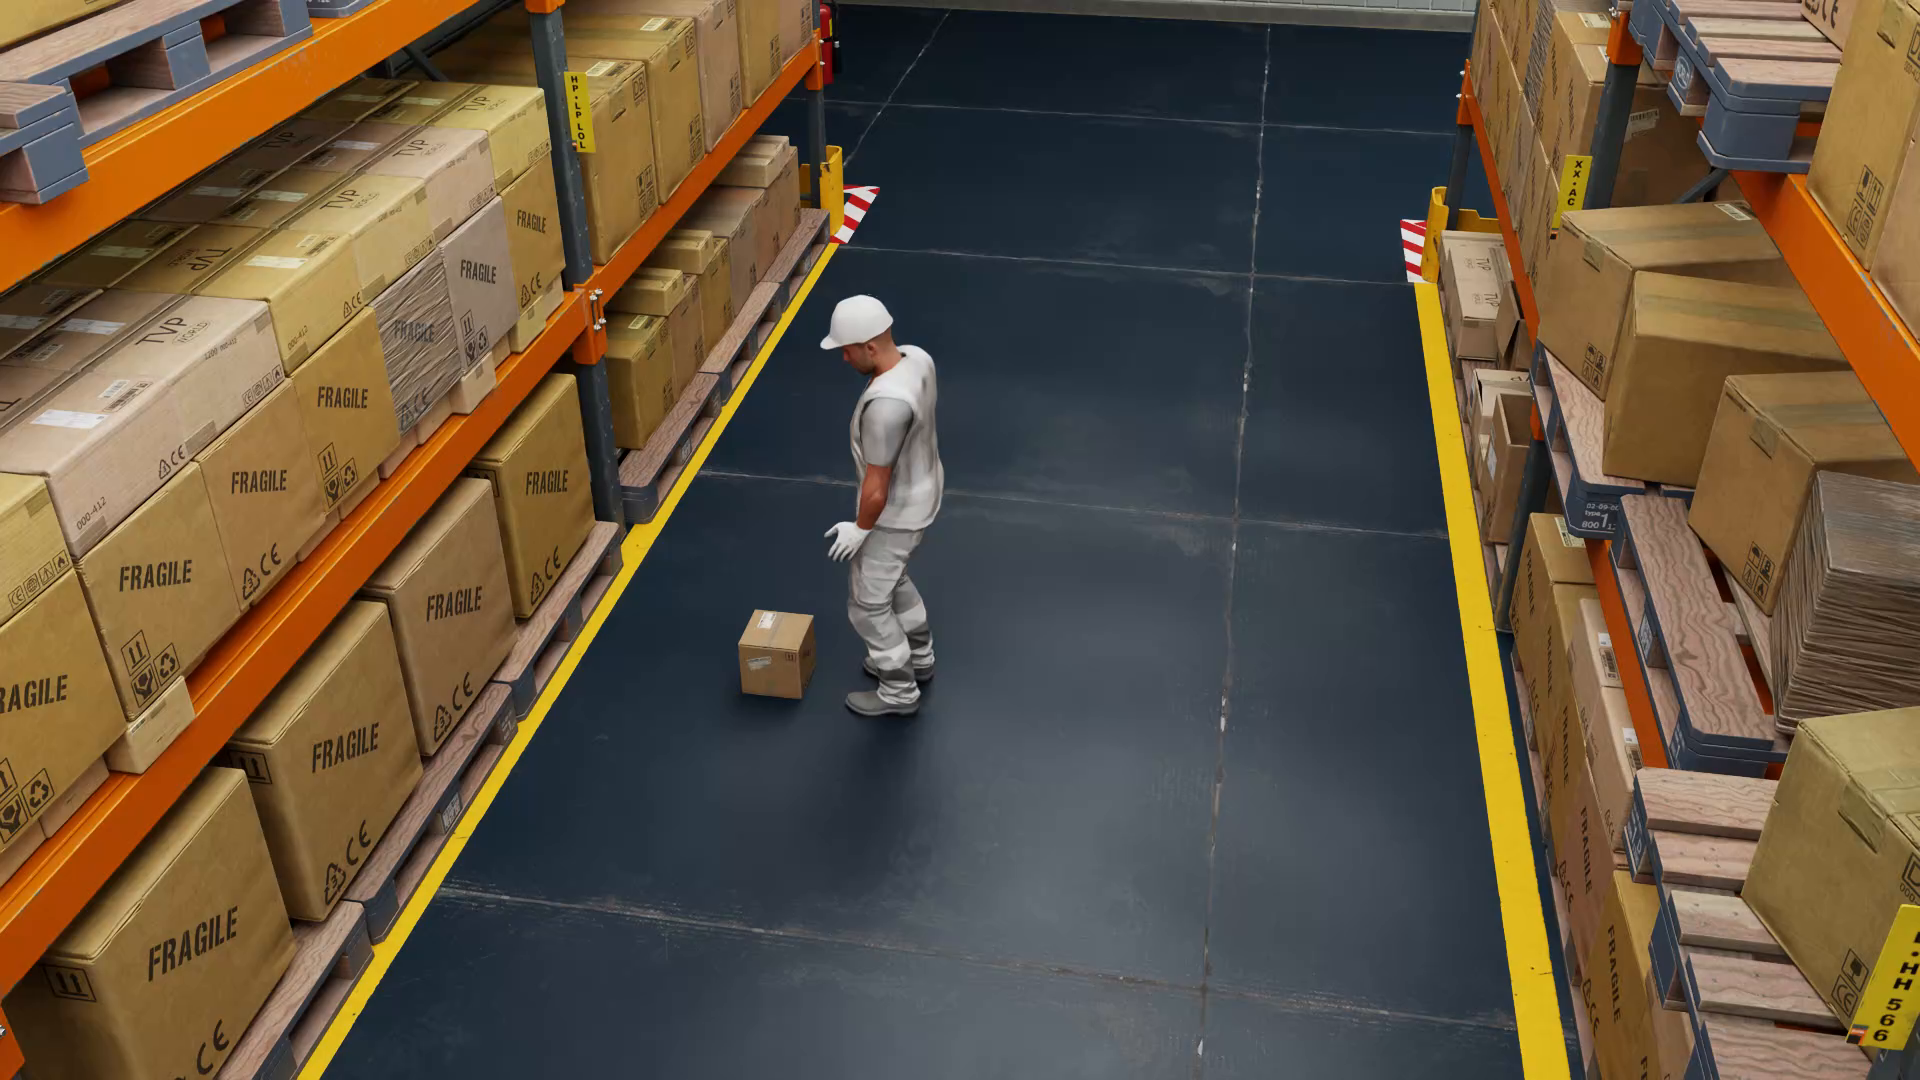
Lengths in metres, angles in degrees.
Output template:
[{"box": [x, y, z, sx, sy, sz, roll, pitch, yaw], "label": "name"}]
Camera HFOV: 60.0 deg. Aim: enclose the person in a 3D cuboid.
[{"box": [-0.297, -0.093, 6.336, 0.496, 1.712, 0.551, 6, 33, 9], "label": "person"}]
